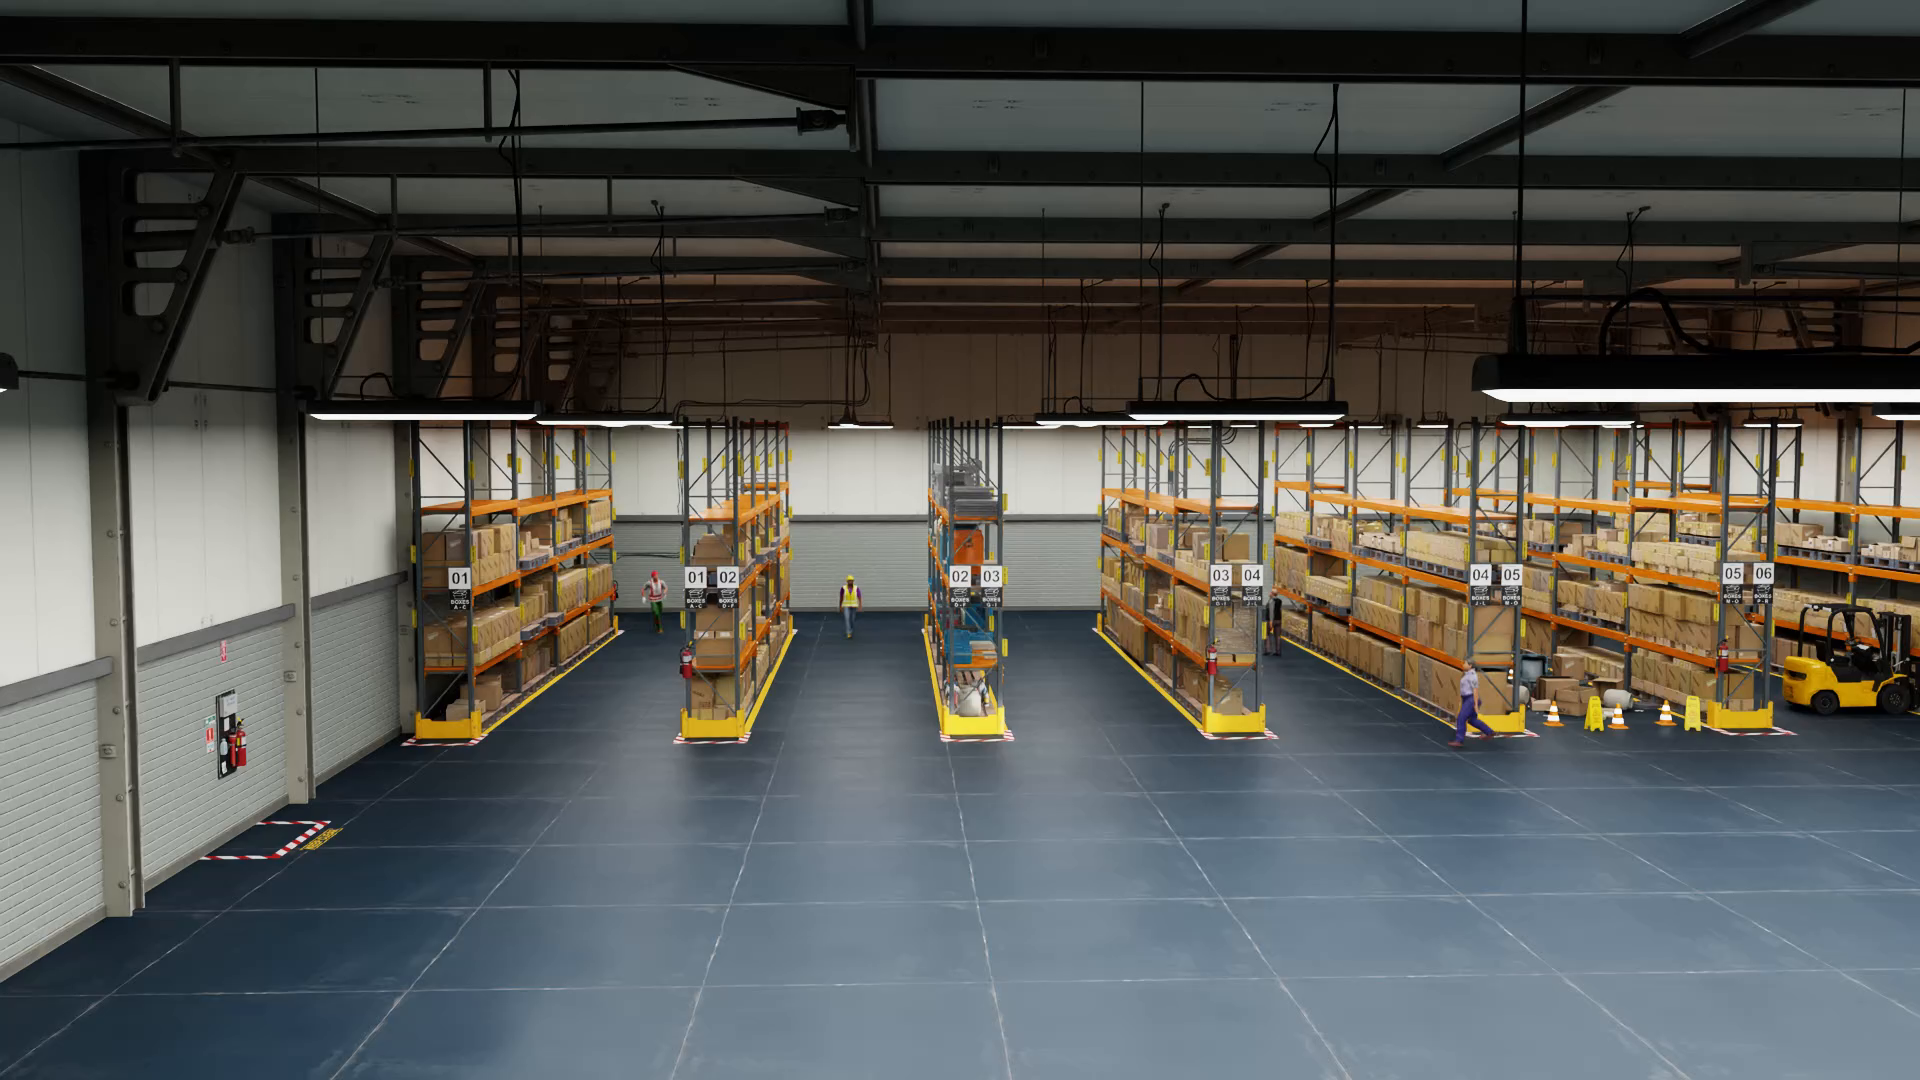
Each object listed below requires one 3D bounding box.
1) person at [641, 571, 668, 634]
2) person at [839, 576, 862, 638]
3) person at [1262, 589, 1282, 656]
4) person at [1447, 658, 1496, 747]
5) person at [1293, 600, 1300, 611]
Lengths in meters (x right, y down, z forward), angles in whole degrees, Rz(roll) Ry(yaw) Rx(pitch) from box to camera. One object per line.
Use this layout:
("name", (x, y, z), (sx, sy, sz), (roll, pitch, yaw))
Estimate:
("person", (-8.694, 1.763, 47.383), (0.748, 1.797, 0.813), (-2, 4, -30))
("person", (-3.029, 1.847, 46.193), (0.593, 1.706, 1.105), (-1, 4, -13))
("person", (8.024, 2.123, 42.343), (0.524, 1.759, 0.565), (-2, 4, -23))
("person", (9.316, 2.945, 30.194), (0.962, 1.590, 0.480), (0, 4, -1))
("person", (10.592, 1.554, 51.407), (0.475, 1.722, 0.569), (3, 5, 35))
